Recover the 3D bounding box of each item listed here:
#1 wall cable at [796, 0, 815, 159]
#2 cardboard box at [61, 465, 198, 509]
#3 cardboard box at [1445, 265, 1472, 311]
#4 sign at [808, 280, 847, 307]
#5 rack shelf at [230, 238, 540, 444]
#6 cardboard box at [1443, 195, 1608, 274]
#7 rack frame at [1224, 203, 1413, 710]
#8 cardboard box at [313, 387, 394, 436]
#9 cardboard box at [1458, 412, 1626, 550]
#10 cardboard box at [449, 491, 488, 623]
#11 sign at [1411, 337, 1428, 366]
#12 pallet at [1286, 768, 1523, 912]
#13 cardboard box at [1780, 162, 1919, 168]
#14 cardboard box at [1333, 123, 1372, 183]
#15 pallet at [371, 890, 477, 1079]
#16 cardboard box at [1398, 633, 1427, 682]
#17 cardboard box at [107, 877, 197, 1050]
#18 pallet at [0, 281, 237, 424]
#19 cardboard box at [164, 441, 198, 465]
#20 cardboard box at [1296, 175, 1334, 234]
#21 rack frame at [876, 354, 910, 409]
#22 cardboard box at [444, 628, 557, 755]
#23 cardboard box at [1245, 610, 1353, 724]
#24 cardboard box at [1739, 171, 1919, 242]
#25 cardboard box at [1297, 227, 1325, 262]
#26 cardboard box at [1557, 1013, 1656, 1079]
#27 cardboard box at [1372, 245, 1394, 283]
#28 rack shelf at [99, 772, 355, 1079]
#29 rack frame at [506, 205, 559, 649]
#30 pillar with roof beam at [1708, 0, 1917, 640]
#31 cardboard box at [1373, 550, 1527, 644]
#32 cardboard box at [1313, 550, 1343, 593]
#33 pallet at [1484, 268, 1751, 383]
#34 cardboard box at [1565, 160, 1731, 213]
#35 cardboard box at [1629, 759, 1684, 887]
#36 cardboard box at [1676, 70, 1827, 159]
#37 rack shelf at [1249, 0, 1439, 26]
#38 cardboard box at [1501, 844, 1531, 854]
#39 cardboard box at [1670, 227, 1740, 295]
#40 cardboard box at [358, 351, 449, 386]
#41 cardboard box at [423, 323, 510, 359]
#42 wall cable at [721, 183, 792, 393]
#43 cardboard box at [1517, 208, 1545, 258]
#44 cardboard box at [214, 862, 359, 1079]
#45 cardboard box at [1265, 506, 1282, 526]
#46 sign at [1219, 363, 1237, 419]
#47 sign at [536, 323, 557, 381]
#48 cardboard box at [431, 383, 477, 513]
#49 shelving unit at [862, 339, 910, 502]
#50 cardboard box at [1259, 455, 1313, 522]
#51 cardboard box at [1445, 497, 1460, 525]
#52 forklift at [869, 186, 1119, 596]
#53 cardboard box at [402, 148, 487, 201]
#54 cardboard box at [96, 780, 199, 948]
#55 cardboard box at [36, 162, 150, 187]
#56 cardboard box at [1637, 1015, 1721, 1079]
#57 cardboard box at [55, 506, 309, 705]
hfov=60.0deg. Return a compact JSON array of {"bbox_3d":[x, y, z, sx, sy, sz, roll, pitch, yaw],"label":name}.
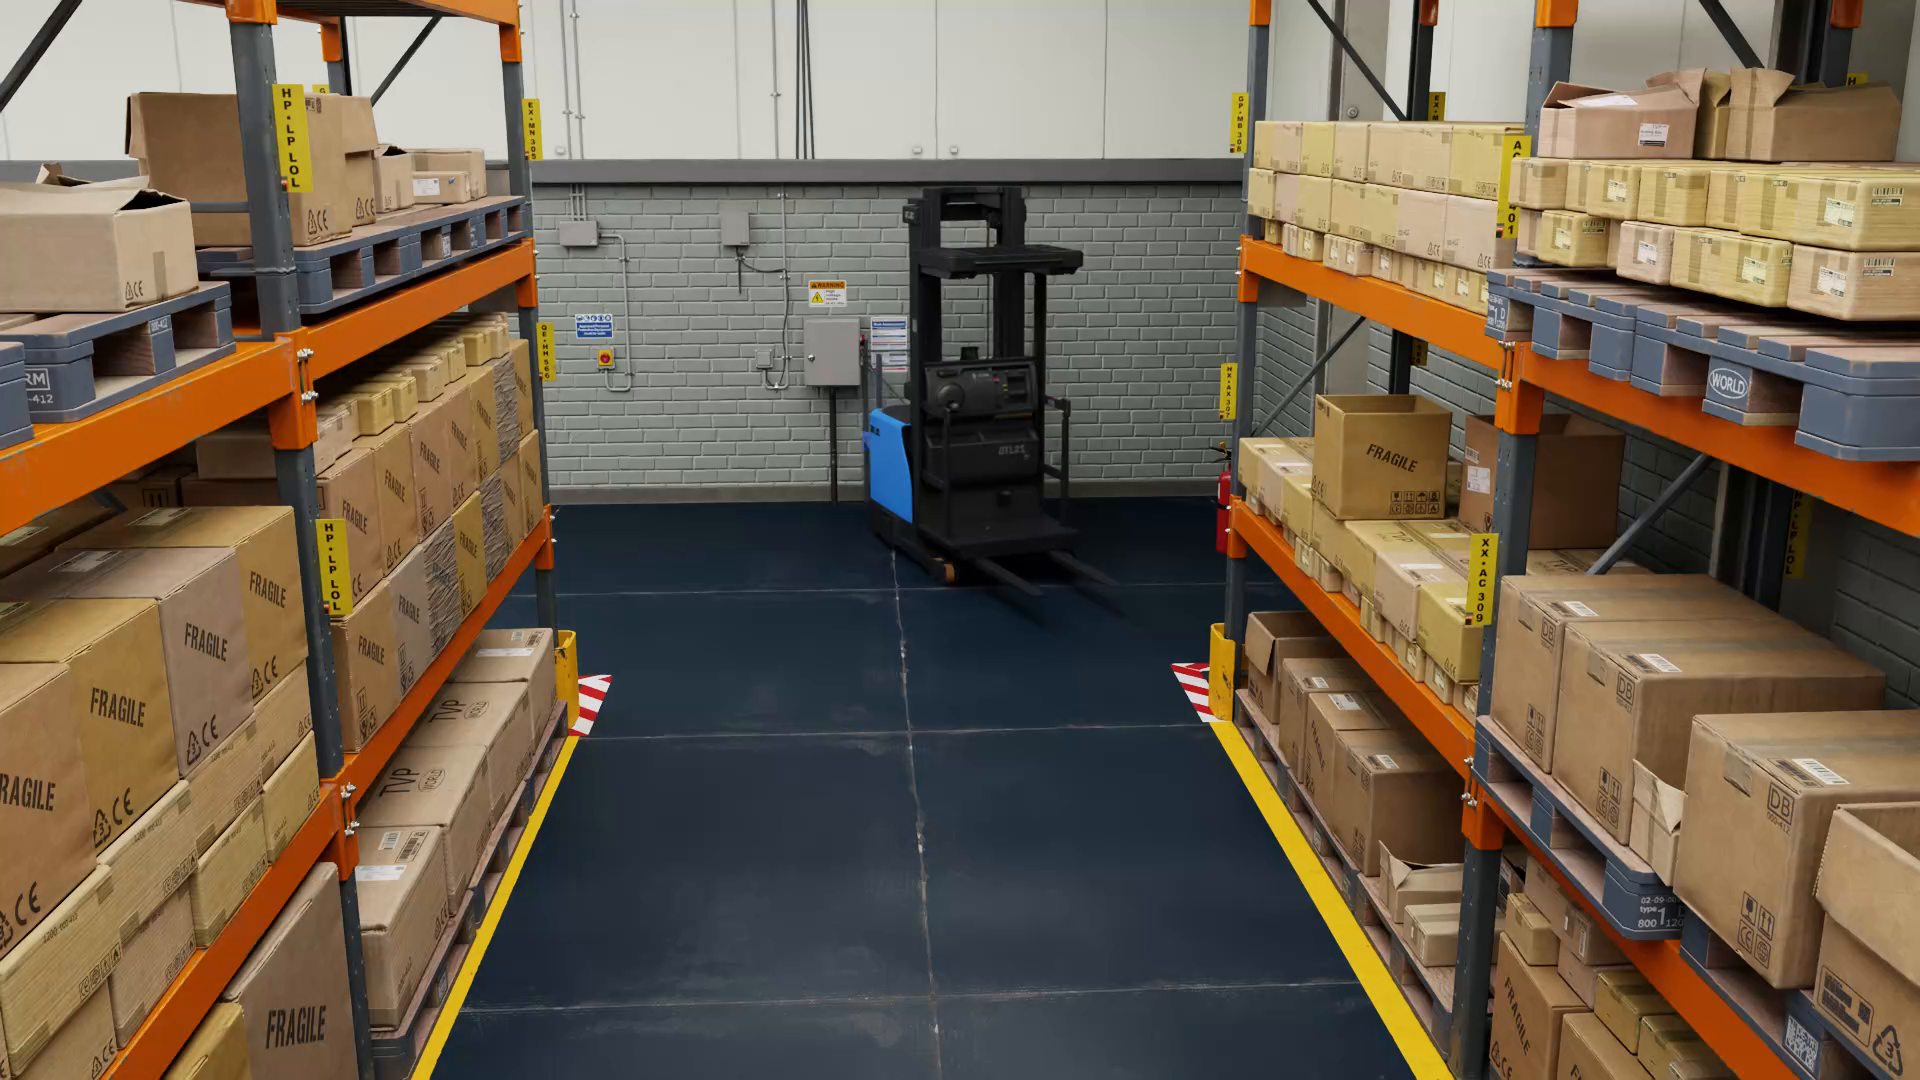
[{"bbox_3d":[0.042,-4.750,14.353,2.988,3.039,0.133,-1,14,-3],"label":"wall cable"},{"bbox_3d":[-2.915,-0.022,5.887,0.500,0.500,0.500,-1,14,-4],"label":"cardboard box"},{"bbox_3d":[2.015,-0.931,6.110,0.380,0.149,0.250,-1,14,-4],"label":"cardboard box"},{"bbox_3d":[-1.193,-2.220,14.978,0.339,0.242,0.001,-1,14,-3],"label":"sign"},{"bbox_3d":[-2.734,-0.978,7.233,1.077,0.370,4.000,-1,14,-3],"label":"rack shelf"},{"bbox_3d":[2.064,-1.095,5.945,0.500,0.250,0.500,-1,14,-3],"label":"cardboard box"},{"bbox_3d":[2.096,-0.449,9.752,1.000,3.000,0.127,-1,14,-3],"label":"rack frame"},{"bbox_3d":[-2.415,-0.495,6.422,0.380,0.149,0.250,-1,14,-4],"label":"cardboard box"},{"bbox_3d":[2.517,-0.263,7.229,0.500,0.500,0.500,-1,14,-5],"label":"cardboard box"},{"bbox_3d":[-2.461,0.077,7.507,0.500,0.500,0.500,0,14,-2],"label":"cardboard box"},{"bbox_3d":[2.651,-1.166,9.582,0.100,0.325,0.005,-1,14,-3],"label":"sign"},{"bbox_3d":[2.224,1.421,8.079,1.003,0.211,1.213,-1,14,-3],"label":"pallet"},{"bbox_3d":[2.541,-0.983,4.670,0.380,0.149,0.250,-1,14,-5],"label":"cardboard box"},{"bbox_3d":[1.972,-1.723,7.384,0.500,0.250,0.500,0,14,-2],"label":"cardboard box"},{"bbox_3d":[-2.579,1.783,6.671,1.003,0.211,1.213,-1,14,-3],"label":"pallet"},{"bbox_3d":[1.994,0.463,6.710,0.380,0.149,0.250,-1,14,-2],"label":"cardboard box"},{"bbox_3d":[-2.288,1.056,4.203,0.500,0.250,0.500,-1,14,-5],"label":"cardboard box"},{"bbox_3d":[-2.504,-0.509,4.351,0.805,0.209,1.217,-1,15,-6],"label":"pallet"},{"bbox_3d":[-2.855,-0.362,5.906,0.380,0.149,0.250,-1,14,-2],"label":"cardboard box"},{"bbox_3d":[1.922,-1.605,7.929,0.500,0.250,0.500,-1,14,-5],"label":"cardboard box"},{"bbox_3d":[-0.463,-0.856,14.291,0.500,1.500,0.032,-2,14,-10],"label":"rack frame"},{"bbox_3d":[-2.717,0.829,9.085,0.875,0.438,0.875,-1,14,-5],"label":"cardboard box"},{"bbox_3d":[2.039,0.710,9.414,0.797,0.503,0.637,-1,15,-6],"label":"cardboard box"},{"bbox_3d":[2.073,-0.781,3.885,0.380,0.149,0.250,-1,14,-3],"label":"cardboard box"},{"bbox_3d":[1.861,-1.440,8.087,0.380,0.149,0.250,-1,14,-4],"label":"cardboard box"},{"bbox_3d":[2.192,1.809,5.150,0.500,0.500,0.500,-1,14,-4],"label":"cardboard box"},{"bbox_3d":[1.987,-1.189,7.111,0.380,0.149,0.250,-1,14,-3],"label":"cardboard box"},{"bbox_3d":[-2.486,1.469,3.741,1.077,0.370,4.000,-1,14,-3],"label":"rack shelf"},{"bbox_3d":[-2.858,-0.372,9.451,1.000,3.000,0.127,-1,14,-3],"label":"rack frame"},{"bbox_3d":[-1.096,-2.480,5.607,9.100,9.000,0.400,-1,14,-3],"label":"pillar with roof beam"},{"bbox_3d":[2.023,0.227,6.828,0.500,0.250,0.500,-1,14,-3],"label":"cardboard box"},{"bbox_3d":[1.909,0.145,7.948,0.380,0.149,0.250,-1,14,-2],"label":"cardboard box"},{"bbox_3d":[2.314,-0.653,4.901,1.213,0.211,1.003,-1,14,-3],"label":"pallet"},{"bbox_3d":[2.012,-1.035,4.873,0.380,0.149,0.250,-1,14,-3],"label":"cardboard box"},{"bbox_3d":[2.047,0.759,4.484,0.396,0.266,0.258,0,14,-1],"label":"cardboard box"},{"bbox_3d":[2.431,-1.307,5.098,0.396,0.266,0.258,-1,14,-4],"label":"cardboard box"},{"bbox_3d":[2.220,-2.507,7.161,1.077,0.370,4.000,-1,14,-3],"label":"rack shelf"},{"bbox_3d":[2.512,1.447,7.260,0.380,0.149,0.250,-1,14,-4],"label":"cardboard box"},{"bbox_3d":[2.031,-0.703,4.178,0.380,0.149,0.250,-1,14,-4],"label":"cardboard box"},{"bbox_3d":[-2.504,-0.750,7.413,0.380,0.149,0.250,0,14,-2],"label":"cardboard box"},{"bbox_3d":[-2.496,-1.006,8.409,0.380,0.149,0.250,-1,14,-4],"label":"cardboard box"},{"bbox_3d":[-1.816,-2.290,14.869,0.588,1.984,0.122,-1,14,-3],"label":"wall cable"},{"bbox_3d":[1.965,-0.957,5.166,0.380,0.149,0.250,-1,14,-3],"label":"cardboard box"},{"bbox_3d":[-2.492,1.602,5.202,0.875,0.875,0.875,0,14,-2],"label":"cardboard box"},{"bbox_3d":[1.904,-0.179,9.206,0.380,0.149,0.250,-1,14,-2],"label":"cardboard box"},{"bbox_3d":[1.554,-0.860,9.611,0.100,0.325,0.005,-1,14,-3],"label":"sign"},{"bbox_3d":[-2.315,-1.052,9.296,0.100,0.325,0.005,-1,14,-3],"label":"sign"},{"bbox_3d":[-2.472,-0.410,7.394,0.500,0.500,0.500,-1,14,-4],"label":"cardboard box"},{"bbox_3d":[-0.551,-0.976,14.778,0.538,1.500,1.048,-2,14,-10],"label":"shelving unit"},{"bbox_3d":[1.887,-0.278,8.792,0.500,0.250,0.500,-1,14,-3],"label":"cardboard box"},{"bbox_3d":[2.478,-0.029,7.822,0.500,0.250,0.500,-1,14,-4],"label":"cardboard box"},{"bbox_3d":[0.254,-1.195,12.790,1.130,2.935,3.031,-6,16,-22],"label":"forklift"},{"bbox_3d":[-2.740,-1.893,8.601,0.500,0.250,0.500,-2,15,-9],"label":"cardboard box"},{"bbox_3d":[-2.264,0.813,4.146,0.500,0.250,0.500,-1,14,-2],"label":"cardboard box"},{"bbox_3d":[-2.969,-1.170,5.760,0.396,0.266,0.258,0,14,-2],"label":"cardboard box"},{"bbox_3d":[2.253,1.531,4.927,0.380,0.149,0.250,-1,14,-4],"label":"cardboard box"},{"bbox_3d":[-2.332,0.198,5.030,0.500,0.500,0.500,0,14,-2],"label":"cardboard box"}]
